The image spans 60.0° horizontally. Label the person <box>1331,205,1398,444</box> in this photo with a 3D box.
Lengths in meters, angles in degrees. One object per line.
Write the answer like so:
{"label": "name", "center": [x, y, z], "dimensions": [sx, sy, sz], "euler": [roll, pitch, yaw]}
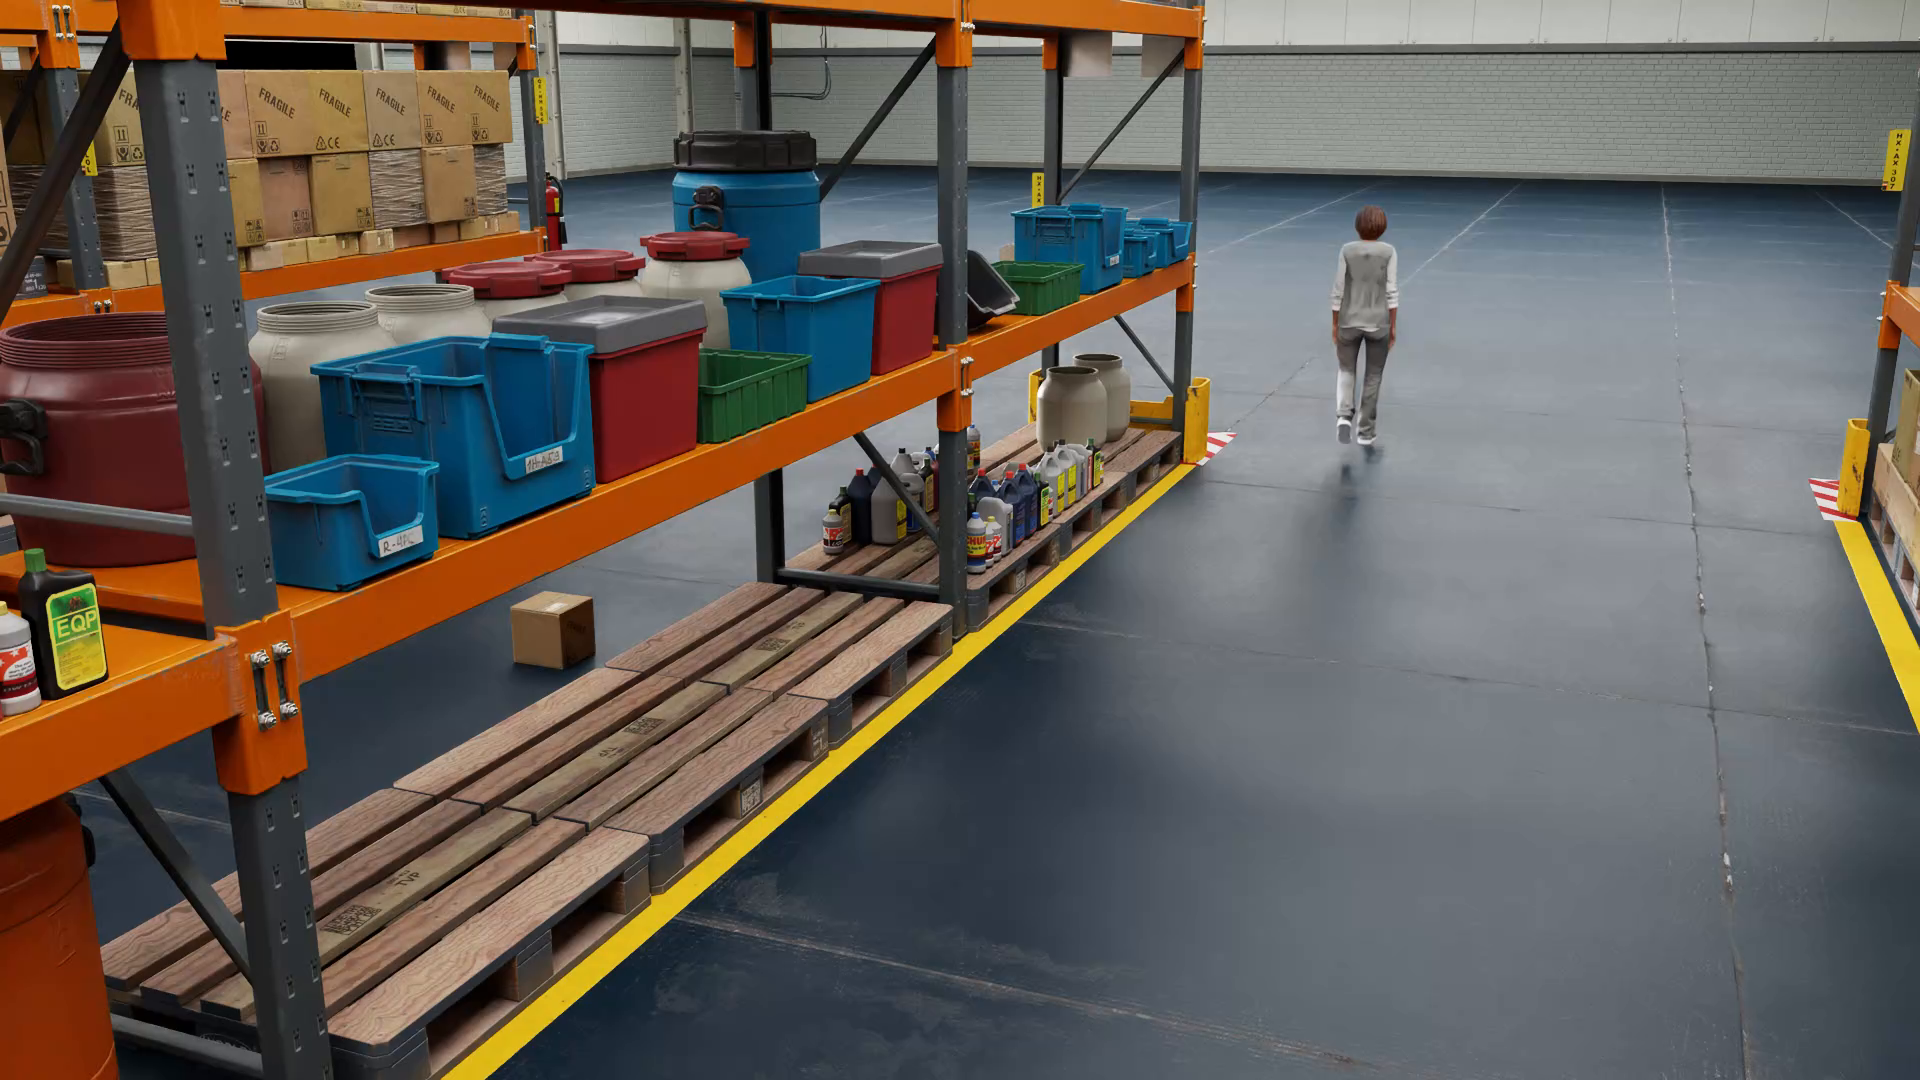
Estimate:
{"label": "person", "center": [2.651, -1.402, 10.943], "dimensions": [0.426, 1.583, 0.546], "euler": [5, 17, 19]}
